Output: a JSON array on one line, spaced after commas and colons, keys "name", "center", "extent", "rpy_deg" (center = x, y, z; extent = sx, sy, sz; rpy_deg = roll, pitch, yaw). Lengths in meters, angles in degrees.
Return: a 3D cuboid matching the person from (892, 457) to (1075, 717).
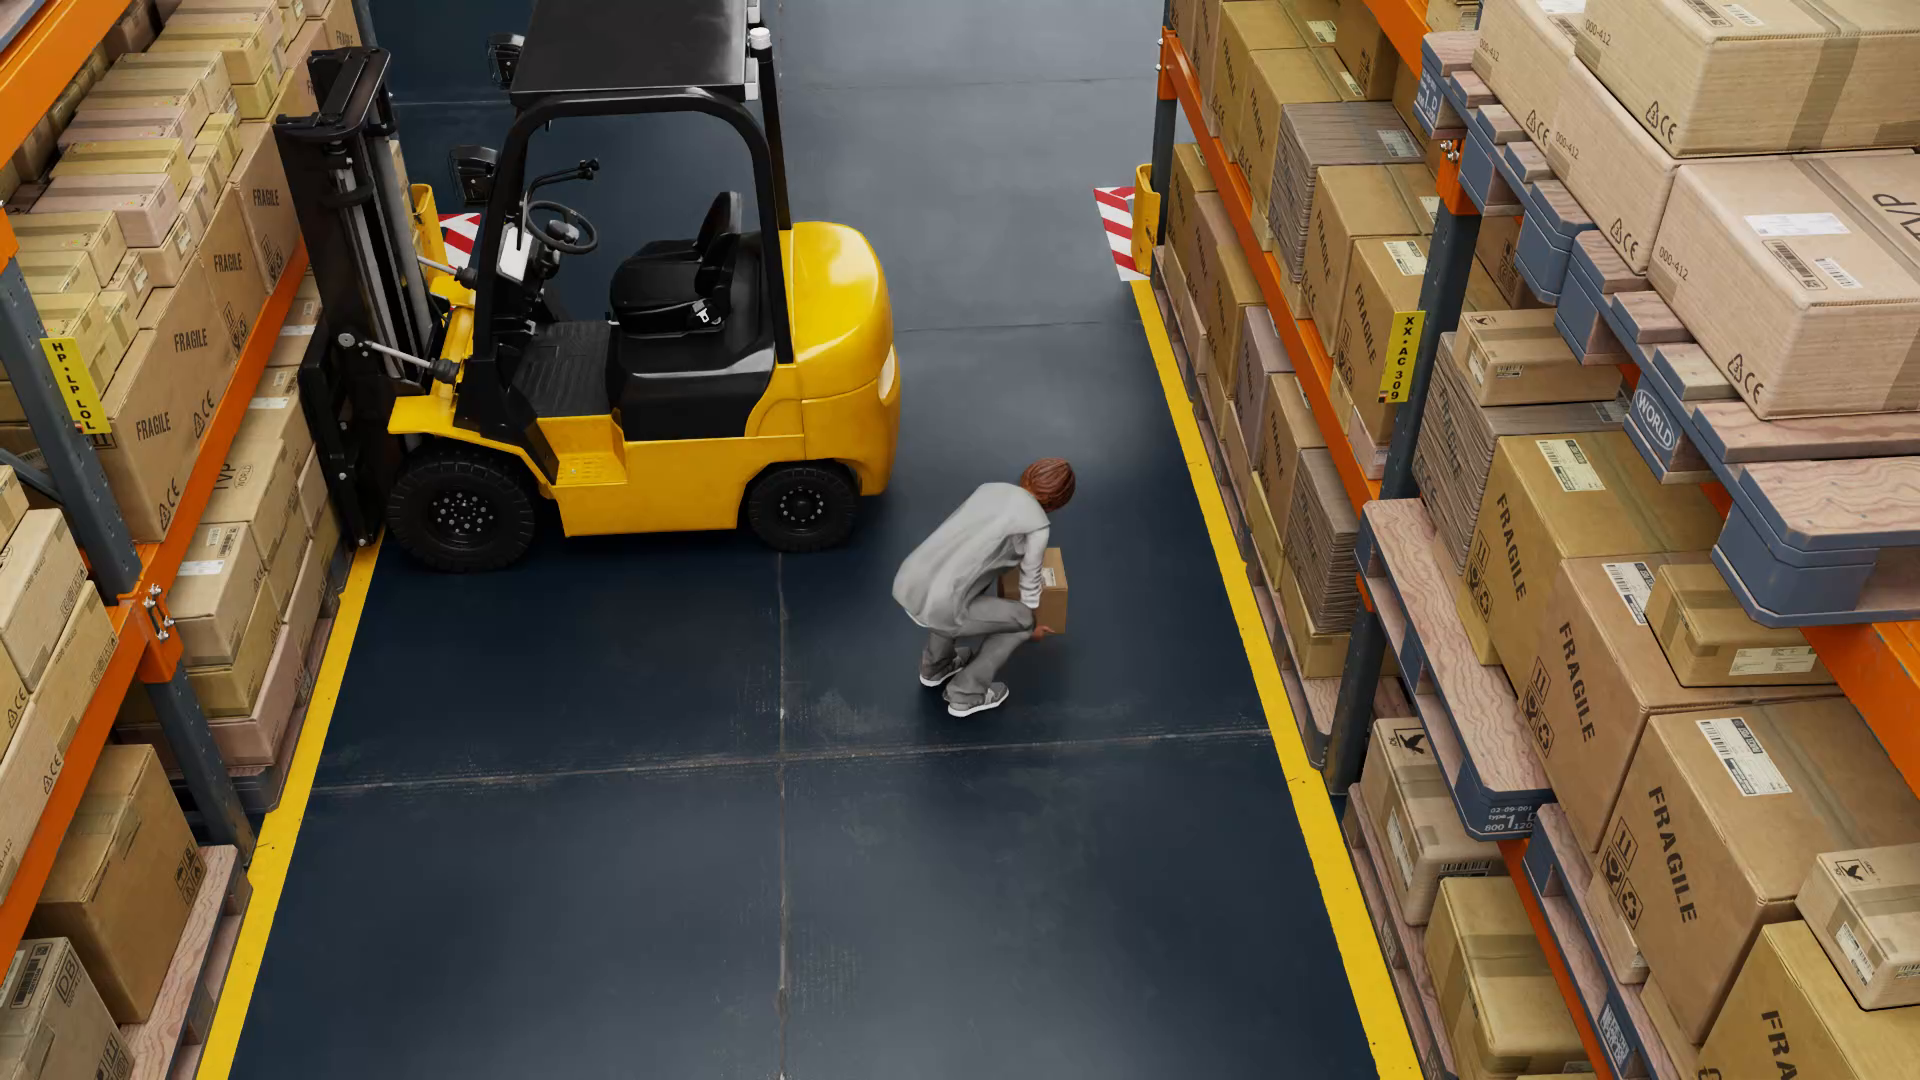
[{"name": "person", "center": [0.116, 0.192, 6.465], "extent": [0.837, 0.919, 0.432], "rpy_deg": [-25, 46, -27]}]
